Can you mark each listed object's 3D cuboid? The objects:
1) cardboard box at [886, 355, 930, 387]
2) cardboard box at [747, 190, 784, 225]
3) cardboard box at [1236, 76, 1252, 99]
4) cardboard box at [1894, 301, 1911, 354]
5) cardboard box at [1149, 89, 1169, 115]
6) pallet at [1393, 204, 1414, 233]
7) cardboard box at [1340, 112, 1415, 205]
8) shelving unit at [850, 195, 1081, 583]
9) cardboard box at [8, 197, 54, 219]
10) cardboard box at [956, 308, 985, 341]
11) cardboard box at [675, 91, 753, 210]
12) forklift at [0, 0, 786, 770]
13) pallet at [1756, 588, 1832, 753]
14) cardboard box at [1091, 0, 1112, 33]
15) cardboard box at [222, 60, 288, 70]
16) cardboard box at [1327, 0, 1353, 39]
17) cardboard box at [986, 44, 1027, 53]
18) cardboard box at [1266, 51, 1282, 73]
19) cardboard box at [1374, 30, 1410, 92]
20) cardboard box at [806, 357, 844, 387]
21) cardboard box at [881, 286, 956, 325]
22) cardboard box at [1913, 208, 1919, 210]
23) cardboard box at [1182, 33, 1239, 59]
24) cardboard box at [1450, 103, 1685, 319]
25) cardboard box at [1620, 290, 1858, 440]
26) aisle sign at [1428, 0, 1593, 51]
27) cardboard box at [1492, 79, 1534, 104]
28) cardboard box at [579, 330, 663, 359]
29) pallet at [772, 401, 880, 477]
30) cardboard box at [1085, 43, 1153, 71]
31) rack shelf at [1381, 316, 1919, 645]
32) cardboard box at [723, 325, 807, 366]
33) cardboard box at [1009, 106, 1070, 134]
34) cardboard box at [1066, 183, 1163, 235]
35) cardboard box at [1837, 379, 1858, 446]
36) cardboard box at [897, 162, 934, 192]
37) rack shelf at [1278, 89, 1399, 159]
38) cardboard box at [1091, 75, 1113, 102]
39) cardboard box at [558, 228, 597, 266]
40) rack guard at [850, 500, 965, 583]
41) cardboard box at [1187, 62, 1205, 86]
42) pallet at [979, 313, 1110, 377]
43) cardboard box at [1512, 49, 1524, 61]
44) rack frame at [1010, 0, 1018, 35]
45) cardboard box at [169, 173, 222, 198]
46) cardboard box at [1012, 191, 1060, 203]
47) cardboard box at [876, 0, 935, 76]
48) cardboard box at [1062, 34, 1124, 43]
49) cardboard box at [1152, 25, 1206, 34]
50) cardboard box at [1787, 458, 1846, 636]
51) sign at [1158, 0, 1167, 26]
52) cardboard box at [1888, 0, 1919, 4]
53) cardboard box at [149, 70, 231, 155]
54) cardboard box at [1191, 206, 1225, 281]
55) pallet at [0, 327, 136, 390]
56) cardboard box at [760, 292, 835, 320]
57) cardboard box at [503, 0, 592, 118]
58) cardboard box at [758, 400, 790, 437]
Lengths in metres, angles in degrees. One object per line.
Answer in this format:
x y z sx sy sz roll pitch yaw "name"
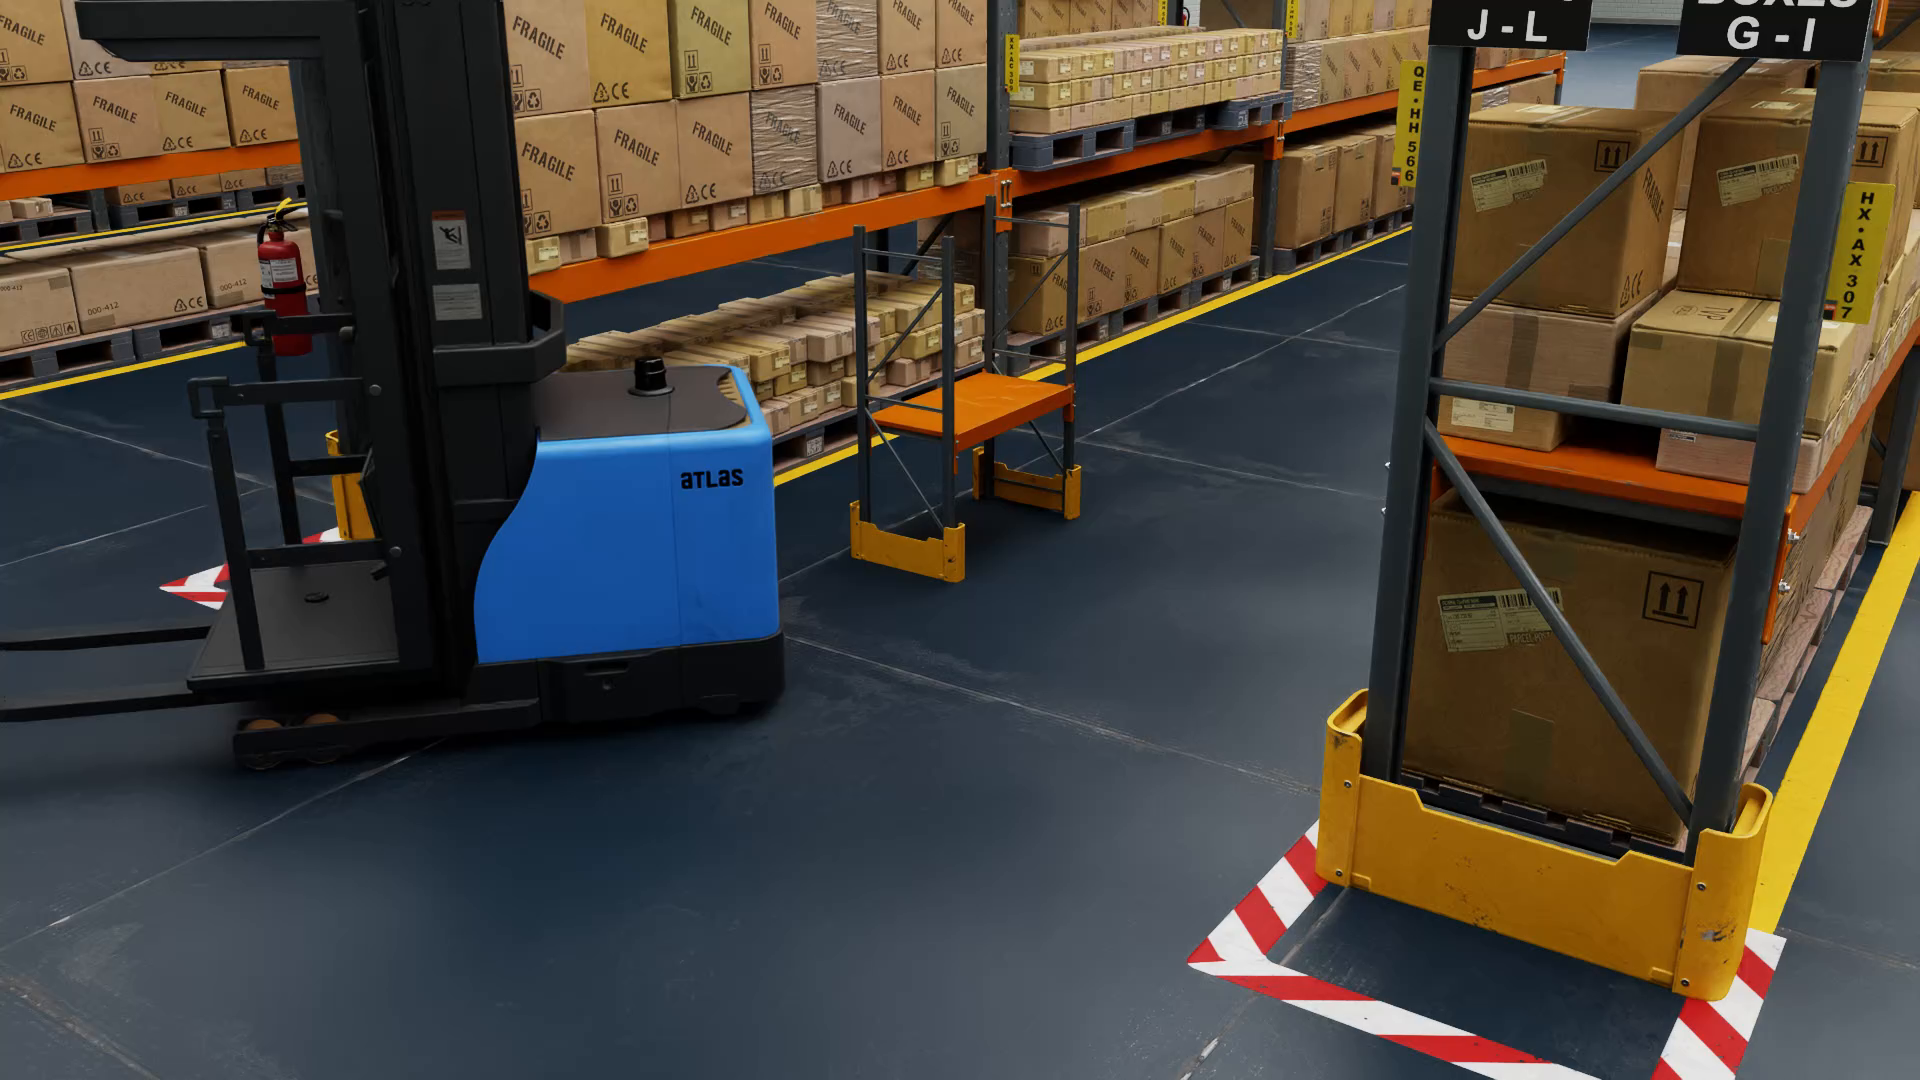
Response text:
-0.400 -1.015 9.688 0.380 0.149 0.250 12 24 30 "cardboard box"
-1.112 -1.701 8.403 0.380 0.149 0.250 14 25 34 "cardboard box"
1.915 -3.331 12.204 0.380 0.149 0.250 14 24 33 "cardboard box"
3.128 -0.773 5.894 0.380 0.149 0.250 14 24 33 "cardboard box"
1.180 -2.959 11.196 0.380 0.149 0.250 13 24 31 "cardboard box"
3.975 -3.232 16.198 1.003 0.211 1.213 13 24 32 "pallet"
4.071 -3.722 16.141 1.050 0.750 0.750 13 24 32 "cardboard box"
0.043 -0.725 7.564 0.587 1.500 1.083 13 24 32 "shelving unit"
-8.479 -3.026 15.127 0.380 0.149 0.250 12 24 30 "cardboard box"
-0.065 -1.327 10.105 0.380 0.149 0.250 14 24 33 "cardboard box"
-1.353 -1.891 7.980 0.500 0.500 0.500 14 24 33 "cardboard box"
-2.211 -0.795 5.689 3.031 2.935 1.130 -5 21 -12 "forklift"
2.717 0.378 6.438 1.003 0.211 1.213 13 24 32 "pallet"
1.497 -6.409 20.196 0.500 0.500 0.500 14 24 32 "cardboard box"
-4.909 -3.451 11.187 0.500 0.500 0.500 14 24 33 "cardboard box"
2.928 -4.564 14.194 0.700 0.500 0.500 13 24 31 "cardboard box"
0.210 -3.143 10.837 0.380 0.149 0.250 12 24 30 "cardboard box"
2.196 -3.616 12.545 0.380 0.149 0.250 14 24 33 "cardboard box"
3.706 -4.331 15.005 0.500 0.500 0.500 14 24 32 "cardboard box"
-0.860 -0.964 9.123 0.380 0.149 0.250 12 23 29 "cardboard box"
-0.247 -1.385 9.833 0.380 0.149 0.250 14 24 32 "cardboard box"
3.574 -1.226 6.544 0.500 0.250 0.500 14 25 33 "cardboard box"
1.764 -3.532 11.889 0.380 0.149 0.250 14 25 33 "cardboard box"
1.702 -0.948 4.711 0.500 0.500 0.500 14 24 32 "cardboard box"
2.139 -0.491 4.555 0.500 0.250 0.500 13 24 30 "cardboard box"
1.357 -1.593 4.002 0.394 0.787 0.004 13 24 32 "aisle sign"
5.775 -4.664 18.506 0.875 0.875 0.875 13 24 31 "cardboard box"
-1.780 -0.983 8.744 0.380 0.149 0.250 14 25 34 "cardboard box"
-1.185 -0.621 9.141 1.003 0.211 1.213 13 24 32 "pallet"
1.034 -3.161 10.885 0.380 0.149 0.250 13 24 31 "cardboard box"
2.770 -0.573 6.027 1.077 0.370 4.000 13 24 32 "rack shelf"
-1.039 -1.028 8.867 0.380 0.149 0.250 13 24 32 "cardboard box"
0.451 -2.583 10.180 0.380 0.149 0.250 12 23 29 "cardboard box"
1.070 -2.316 11.619 0.500 0.250 0.500 14 25 34 "cardboard box"
2.405 -0.403 4.894 0.380 0.149 0.250 13 24 31 "cardboard box"
-0.373 -2.075 9.412 0.380 0.149 0.250 14 25 34 "cardboard box"
3.222 -3.864 14.926 1.077 0.370 4.000 13 24 32 "rack shelf"
0.739 -2.871 10.531 0.380 0.149 0.250 14 24 33 "cardboard box"
-1.838 -1.325 7.385 0.380 0.149 0.250 14 25 34 "cardboard box"
-0.237 0.004 7.394 0.587 0.250 0.087 13 24 32 "rack guard"
1.473 -3.246 11.544 0.380 0.149 0.250 14 24 33 "cardboard box"
0.285 -1.396 11.235 1.003 0.211 1.213 13 24 32 "pallet"
5.714 -5.580 18.311 0.875 0.550 0.550 13 24 32 "cardboard box"
0.195 -5.712 18.884 1.000 3.000 0.127 13 24 32 "rack frame"
-7.660 -3.658 16.328 0.500 0.500 0.500 13 24 31 "cardboard box"
0.358 -2.265 11.480 0.500 0.250 0.500 15 25 34 "cardboard box"
-0.478 -2.799 8.993 0.500 0.500 0.500 12 24 30 "cardboard box"
0.940 -3.514 11.840 0.380 0.149 0.250 14 25 33 "cardboard box"
1.675 -3.890 12.857 0.380 0.149 0.250 13 24 32 "cardboard box"
2.951 -0.252 6.581 0.875 0.875 0.875 13 24 32 "cardboard box"
1.636 -4.278 13.339 0.100 0.325 0.005 13 24 32 "sign"
5.350 -2.756 9.302 0.797 0.503 0.637 14 24 33 "cardboard box"
-5.213 -2.838 10.968 0.500 0.500 0.500 14 25 34 "cardboard box"
1.649 -2.265 12.561 0.500 0.500 0.500 14 25 34 "cardboard box"
-6.166 -1.206 10.721 1.003 0.211 1.213 13 24 32 "pallet"
-0.949 -1.332 9.688 0.380 0.149 0.250 13 24 30 "cardboard box"
-1.928 -2.065 7.010 0.500 0.500 0.500 13 24 31 "cardboard box"
-1.116 -0.642 8.682 0.380 0.149 0.250 12 23 29 "cardboard box"
